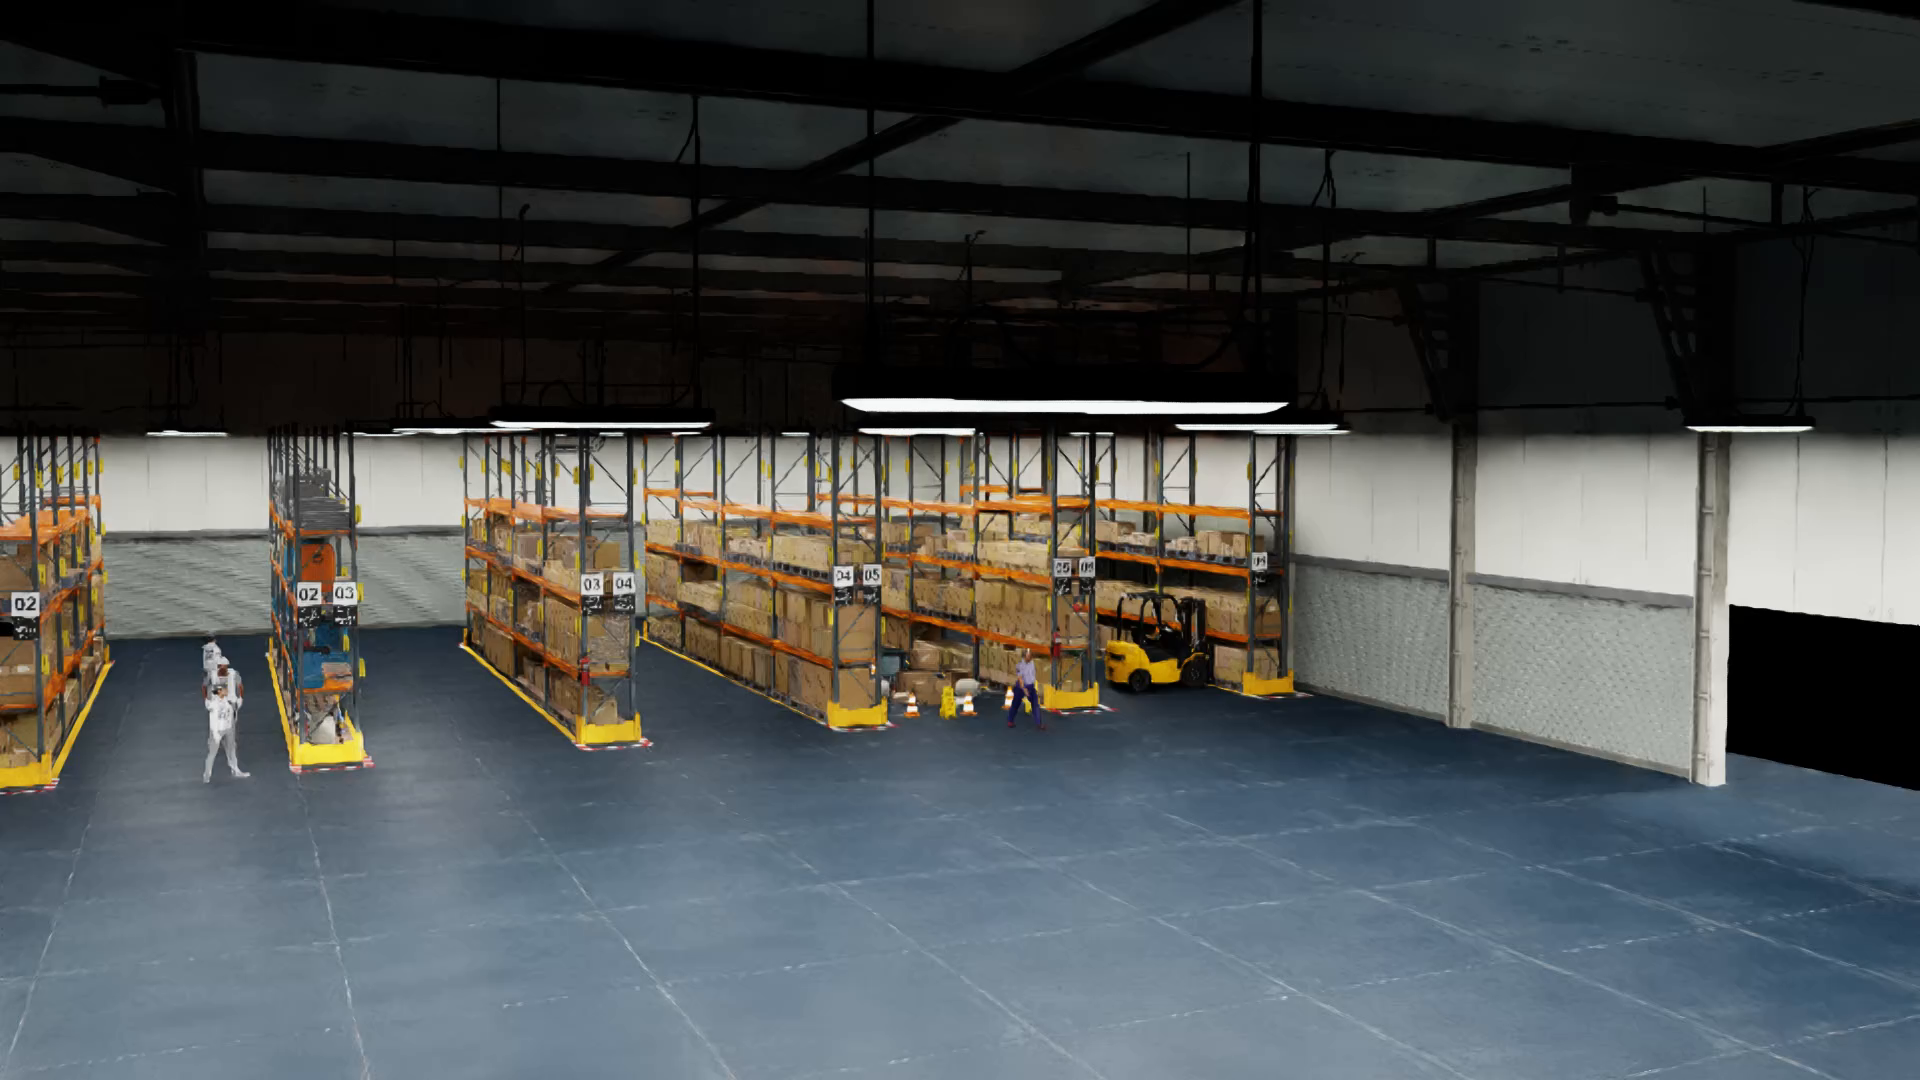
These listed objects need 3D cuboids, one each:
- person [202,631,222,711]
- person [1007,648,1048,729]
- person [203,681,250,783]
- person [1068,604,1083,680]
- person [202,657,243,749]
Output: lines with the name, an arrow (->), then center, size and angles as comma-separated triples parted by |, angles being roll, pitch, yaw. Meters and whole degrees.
person -> -15.656, 2.734, 34.892 | 0.532, 1.661, 0.416 | 3, 4, 36
person -> 1.294, 2.924, 32.764 | 0.478, 1.567, 0.984 | -2, 4, -32
person -> -12.309, 3.179, 27.776 | 0.549, 1.670, 0.685 | 1, 4, 12
person -> 2.642, 2.415, 39.319 | 0.524, 1.783, 0.649 | 0, 3, 2
person -> -13.555, 2.994, 30.582 | 0.702, 1.735, 0.549 | -2, 4, -26
